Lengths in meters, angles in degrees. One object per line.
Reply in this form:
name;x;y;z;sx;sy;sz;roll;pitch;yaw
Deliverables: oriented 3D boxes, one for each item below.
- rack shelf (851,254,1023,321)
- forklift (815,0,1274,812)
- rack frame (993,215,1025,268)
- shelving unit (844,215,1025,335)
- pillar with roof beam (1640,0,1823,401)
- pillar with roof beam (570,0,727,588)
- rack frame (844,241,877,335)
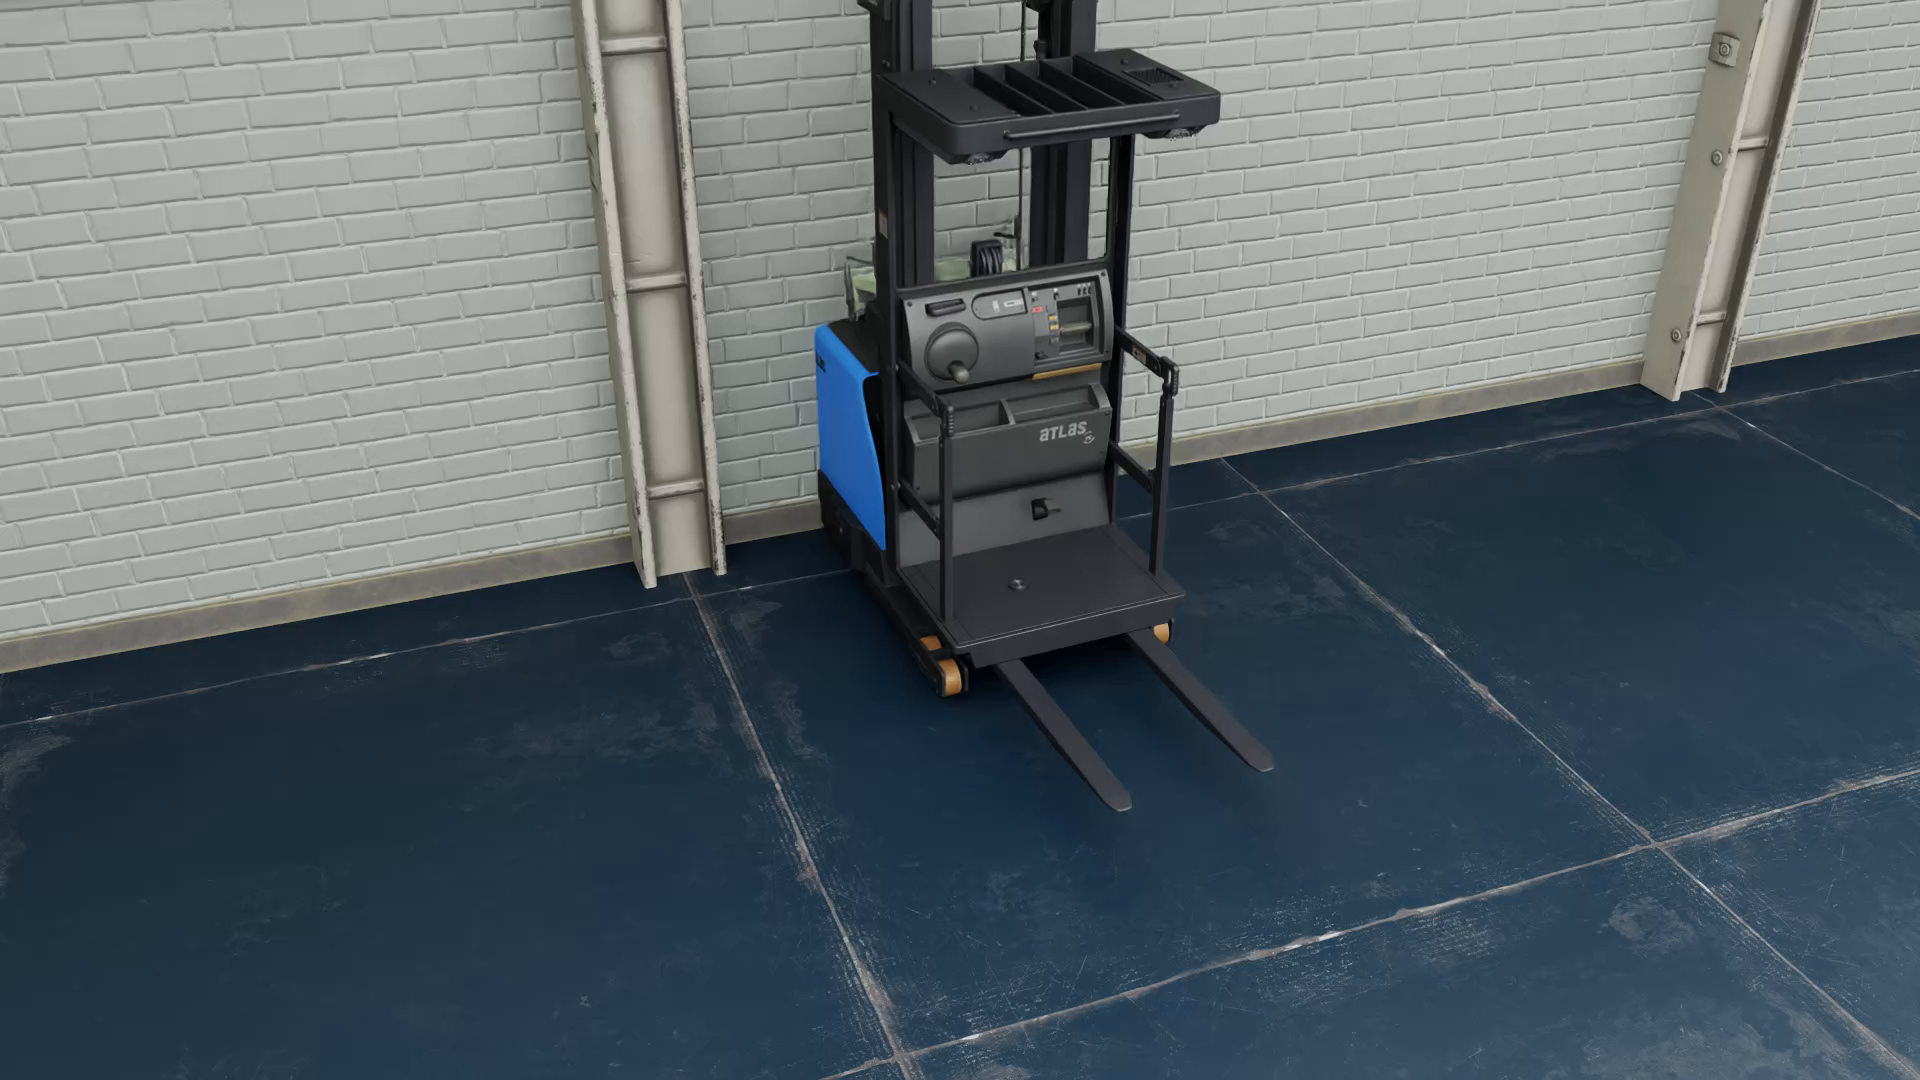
rack shelf;-0.106;-1.125;7.841;0.720;0.370;0.431;-15;21;-24
forklift;0.296;-0.845;6.772;1.130;2.935;3.031;-12;32;-20
rack frame;0.257;-0.847;8.119;0.023;1.500;0.400;-15;21;-24
shelving unit;-0.065;-0.759;7.969;0.755;1.500;0.431;-15;21;-24
pillar with roof beam;5.771;-2.825;4.117;0.400;9.000;9.100;-10;31;-18
pillar with roof beam;0.147;-1.789;2.299;0.400;9.000;9.100;-10;31;-18
rack frame;-0.387;-0.671;7.819;0.023;1.500;0.400;-15;21;-24
